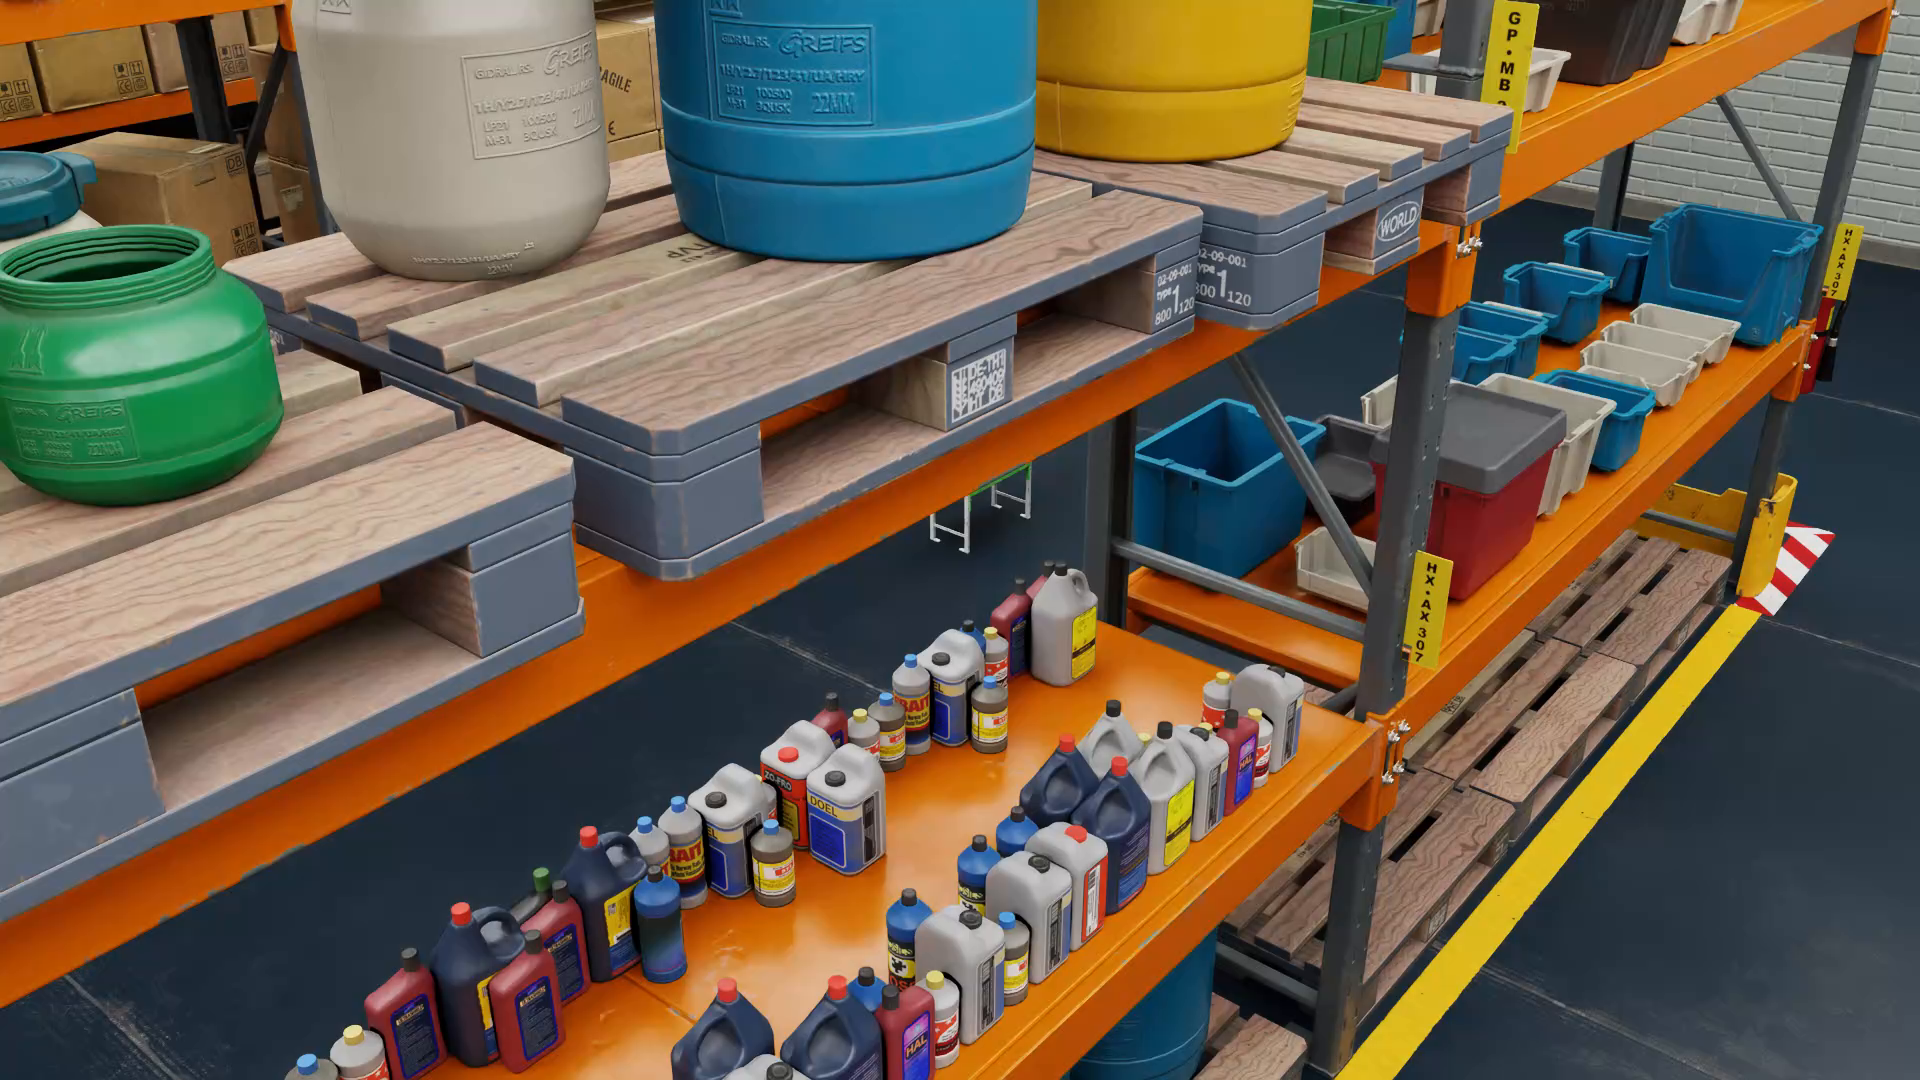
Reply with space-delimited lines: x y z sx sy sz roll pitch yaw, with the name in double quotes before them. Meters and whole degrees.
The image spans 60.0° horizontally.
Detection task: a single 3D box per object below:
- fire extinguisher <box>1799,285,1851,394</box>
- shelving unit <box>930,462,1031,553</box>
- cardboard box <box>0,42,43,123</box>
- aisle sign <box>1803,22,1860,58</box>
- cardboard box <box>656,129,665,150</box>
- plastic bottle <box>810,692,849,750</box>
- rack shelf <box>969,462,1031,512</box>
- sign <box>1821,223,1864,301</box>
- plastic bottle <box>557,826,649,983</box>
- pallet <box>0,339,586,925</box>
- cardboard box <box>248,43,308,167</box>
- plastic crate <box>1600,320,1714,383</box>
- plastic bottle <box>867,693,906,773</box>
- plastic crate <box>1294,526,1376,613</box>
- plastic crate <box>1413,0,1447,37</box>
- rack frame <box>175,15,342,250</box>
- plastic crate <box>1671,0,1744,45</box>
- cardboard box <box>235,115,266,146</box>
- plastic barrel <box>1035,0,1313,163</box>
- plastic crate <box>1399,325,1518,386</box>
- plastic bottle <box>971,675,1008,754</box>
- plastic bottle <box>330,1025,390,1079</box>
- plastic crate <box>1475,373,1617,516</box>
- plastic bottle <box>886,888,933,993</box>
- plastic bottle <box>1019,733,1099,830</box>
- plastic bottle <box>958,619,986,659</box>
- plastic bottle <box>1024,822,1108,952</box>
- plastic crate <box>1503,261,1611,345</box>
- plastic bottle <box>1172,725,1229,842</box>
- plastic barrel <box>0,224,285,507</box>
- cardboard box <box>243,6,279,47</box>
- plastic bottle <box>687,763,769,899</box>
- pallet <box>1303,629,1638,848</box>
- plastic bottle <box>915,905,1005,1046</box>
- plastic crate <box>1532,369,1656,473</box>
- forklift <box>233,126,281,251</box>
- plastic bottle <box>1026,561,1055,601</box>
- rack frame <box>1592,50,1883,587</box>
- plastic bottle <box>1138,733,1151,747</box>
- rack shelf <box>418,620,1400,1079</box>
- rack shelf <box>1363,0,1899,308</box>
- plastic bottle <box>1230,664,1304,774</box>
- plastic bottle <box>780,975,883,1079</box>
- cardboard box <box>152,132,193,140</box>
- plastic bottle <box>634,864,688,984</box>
"fire extinguisher" 3.781 -0.992 7.393 0.296 0.674 0.183 21 34 34
"shelving unit" 0.105 -0.592 8.088 0.258 1.200 0.503 21 34 34
"cardboard box" -6.497 -3.069 10.592 0.980 0.700 0.700 21 34 35
"aisle sign" 3.607 -2.366 6.729 0.394 0.787 0.004 21 34 34
"cardboard box" -1.529 -1.987 8.718 0.500 0.500 0.500 20 34 34
"plastic bottle" -0.337 0.519 4.109 0.061 0.283 0.133 21 34 34
"rack shelf" 0.105 -0.322 8.227 0.258 0.148 0.480 21 34 34
"sign" 3.769 -1.189 7.105 0.100 0.325 0.005 21 34 34
"plastic bottle" -0.763 0.757 3.576 0.144 0.351 0.185 21 34 34
"pallet" -1.192 0.074 1.783 1.003 0.211 1.213 21 34 34
"cardboard box" -2.907 -2.045 7.742 0.500 0.500 0.500 21 34 35
"plastic crate" 2.760 -0.740 6.638 0.396 0.136 0.243 21 34 34
"plastic bottle" -0.188 0.486 4.263 0.097 0.201 0.097 0 27 0
"plastic crate" 1.197 0.114 4.986 0.396 0.136 0.243 21 34 34
"plastic crate" 1.306 -1.630 5.159 0.293 0.136 0.466 21 34 34
"rack frame" -3.029 -1.302 7.502 1.000 3.000 0.127 21 34 34
"plastic crate" 2.212 -1.681 5.257 0.437 0.136 0.530 21 34 34
"cardboard box" -5.234 -3.088 12.512 0.380 0.149 0.250 21 34 35
"plastic barrel" 0.367 -1.072 3.132 0.600 0.588 0.600 0 27 0
"plastic crate" 1.895 -0.659 6.376 0.416 0.233 0.300 21 34 34
"plastic bottle" 0.077 0.448 4.336 0.097 0.201 0.097 0 27 0
"plastic bottle" -1.158 1.026 3.217 0.097 0.201 0.097 0 27 0
"plastic crate" 1.904 -0.314 5.657 0.437 0.282 0.530 21 34 34
"plastic bottle" -0.105 0.847 3.488 0.097 0.271 0.097 0 27 0
"plastic bottle" 0.229 0.614 3.852 0.144 0.351 0.185 21 34 34
"plastic bottle" 0.022 0.338 4.473 0.097 0.271 0.097 0 27 0
"plastic bottle" 0.236 0.745 3.681 0.152 0.276 0.135 21 34 34
"plastic crate" 2.505 -0.999 7.033 0.416 0.233 0.300 21 34 34
"plastic bottle" 0.557 0.566 4.026 0.152 0.276 0.135 21 34 34
"plastic barrel" -0.902 -0.193 1.806 0.294 0.245 0.294 0 27 0
"cardboard box" -5.081 -3.855 12.110 0.980 0.700 0.700 20 34 34
"plastic bottle" -0.534 0.666 3.834 0.152 0.276 0.135 21 34 34
"pallet" 2.004 0.679 6.707 1.003 0.211 1.213 21 34 34
"plastic bottle" 0.003 0.875 3.430 0.152 0.276 0.135 21 34 34
"plastic crate" 2.226 -0.420 5.915 0.416 0.233 0.300 21 34 34
"forklift" -3.839 -2.547 9.983 1.130 2.935 3.031 21 34 35
"plastic bottle" 0.228 0.204 4.718 0.061 0.283 0.133 21 34 34
"rack frame" 3.335 -1.271 7.442 1.000 3.000 0.127 21 34 34
"plastic bottle" 0.449 0.569 4.101 0.097 0.201 0.097 0 27 0
"rack shelf" -0.482 1.176 3.496 1.077 0.370 4.000 21 34 34
"rack shelf" 2.063 -1.575 5.548 1.077 0.370 4.000 21 34 34
"plastic bottle" 0.789 0.436 4.277 0.152 0.276 0.135 21 34 34
"plastic bottle" -0.242 0.981 3.143 0.144 0.351 0.185 21 34 34
"cardboard box" -5.719 -2.817 11.988 0.380 0.149 0.250 20 33 34
"plastic bottle" -0.642 0.812 3.556 0.097 0.271 0.097 0 27 0
